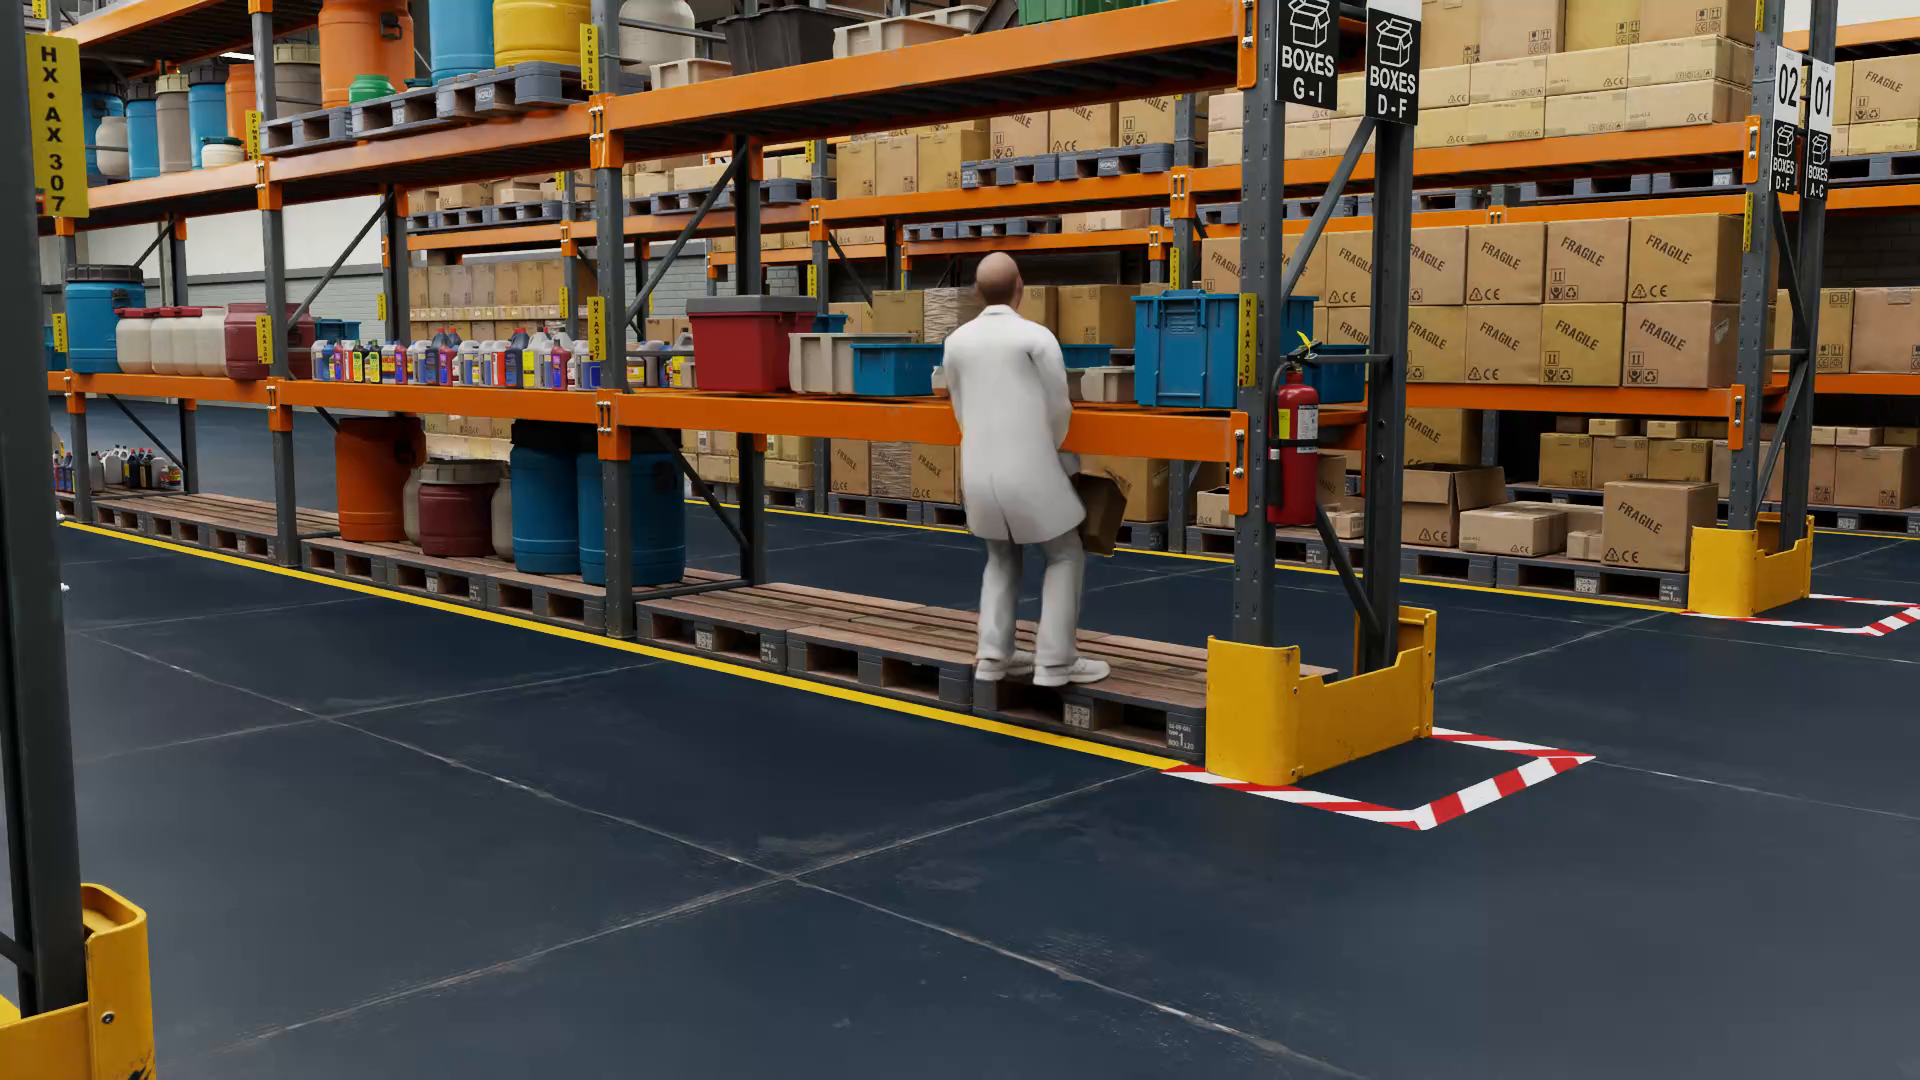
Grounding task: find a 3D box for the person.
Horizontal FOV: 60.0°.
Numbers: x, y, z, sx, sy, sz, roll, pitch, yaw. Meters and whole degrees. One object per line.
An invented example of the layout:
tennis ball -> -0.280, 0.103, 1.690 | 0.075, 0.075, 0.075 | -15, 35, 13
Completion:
person -> 0.259, -0.283, 6.674 | 0.599, 1.715, 0.461 | 4, 8, 31
